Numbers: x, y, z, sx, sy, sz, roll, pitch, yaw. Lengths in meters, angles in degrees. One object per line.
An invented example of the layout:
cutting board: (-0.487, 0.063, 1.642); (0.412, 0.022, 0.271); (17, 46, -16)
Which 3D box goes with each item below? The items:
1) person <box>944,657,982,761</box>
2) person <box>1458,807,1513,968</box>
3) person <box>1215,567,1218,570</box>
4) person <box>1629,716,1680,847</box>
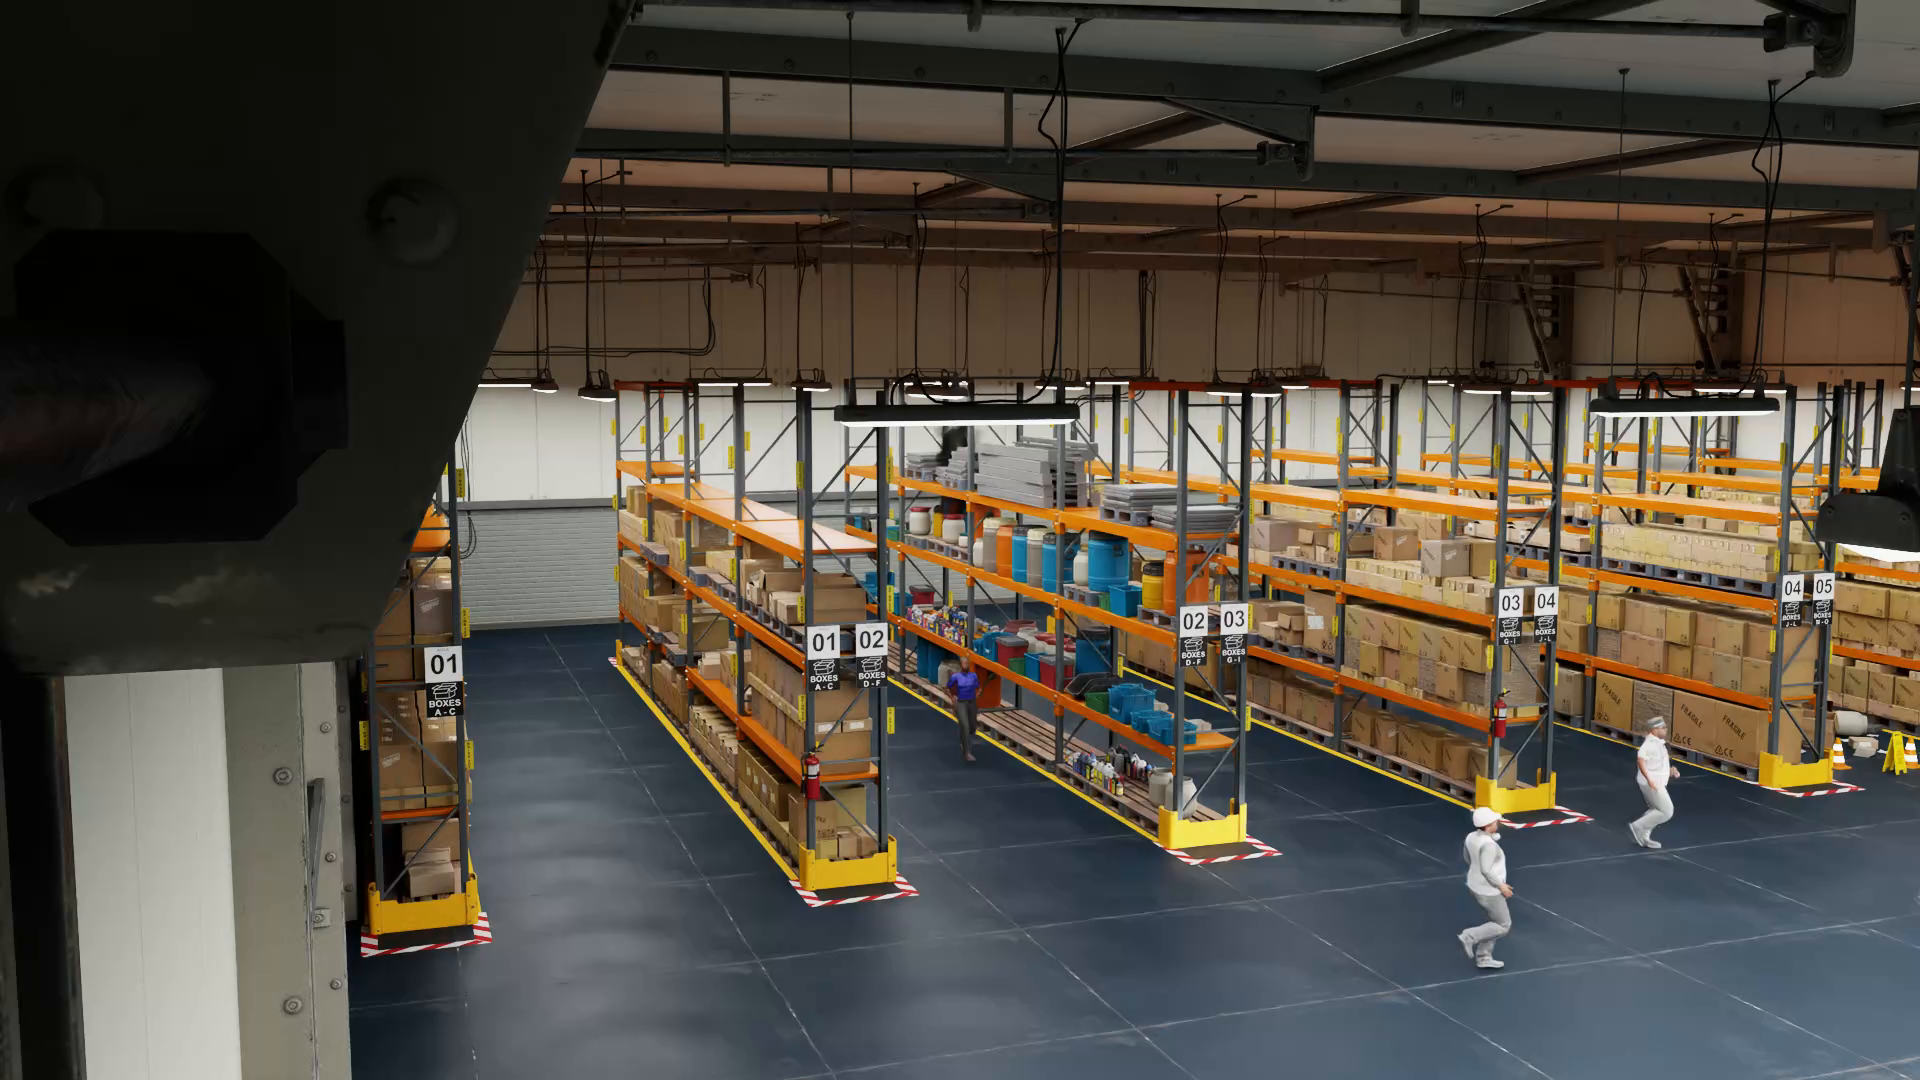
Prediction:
person: (0.079, 2.696, 26.784); (0.588, 1.611, 0.791); (-2, 7, -22)
person: (5.475, 3.642, 17.401); (0.586, 1.729, 0.659); (-1, 6, -5)
person: (5.954, 1.443, 38.668); (0.594, 1.671, 0.855); (-1, 6, -13)
person: (9.113, 3.163, 21.794); (0.593, 1.748, 0.675); (2, 6, 22)
